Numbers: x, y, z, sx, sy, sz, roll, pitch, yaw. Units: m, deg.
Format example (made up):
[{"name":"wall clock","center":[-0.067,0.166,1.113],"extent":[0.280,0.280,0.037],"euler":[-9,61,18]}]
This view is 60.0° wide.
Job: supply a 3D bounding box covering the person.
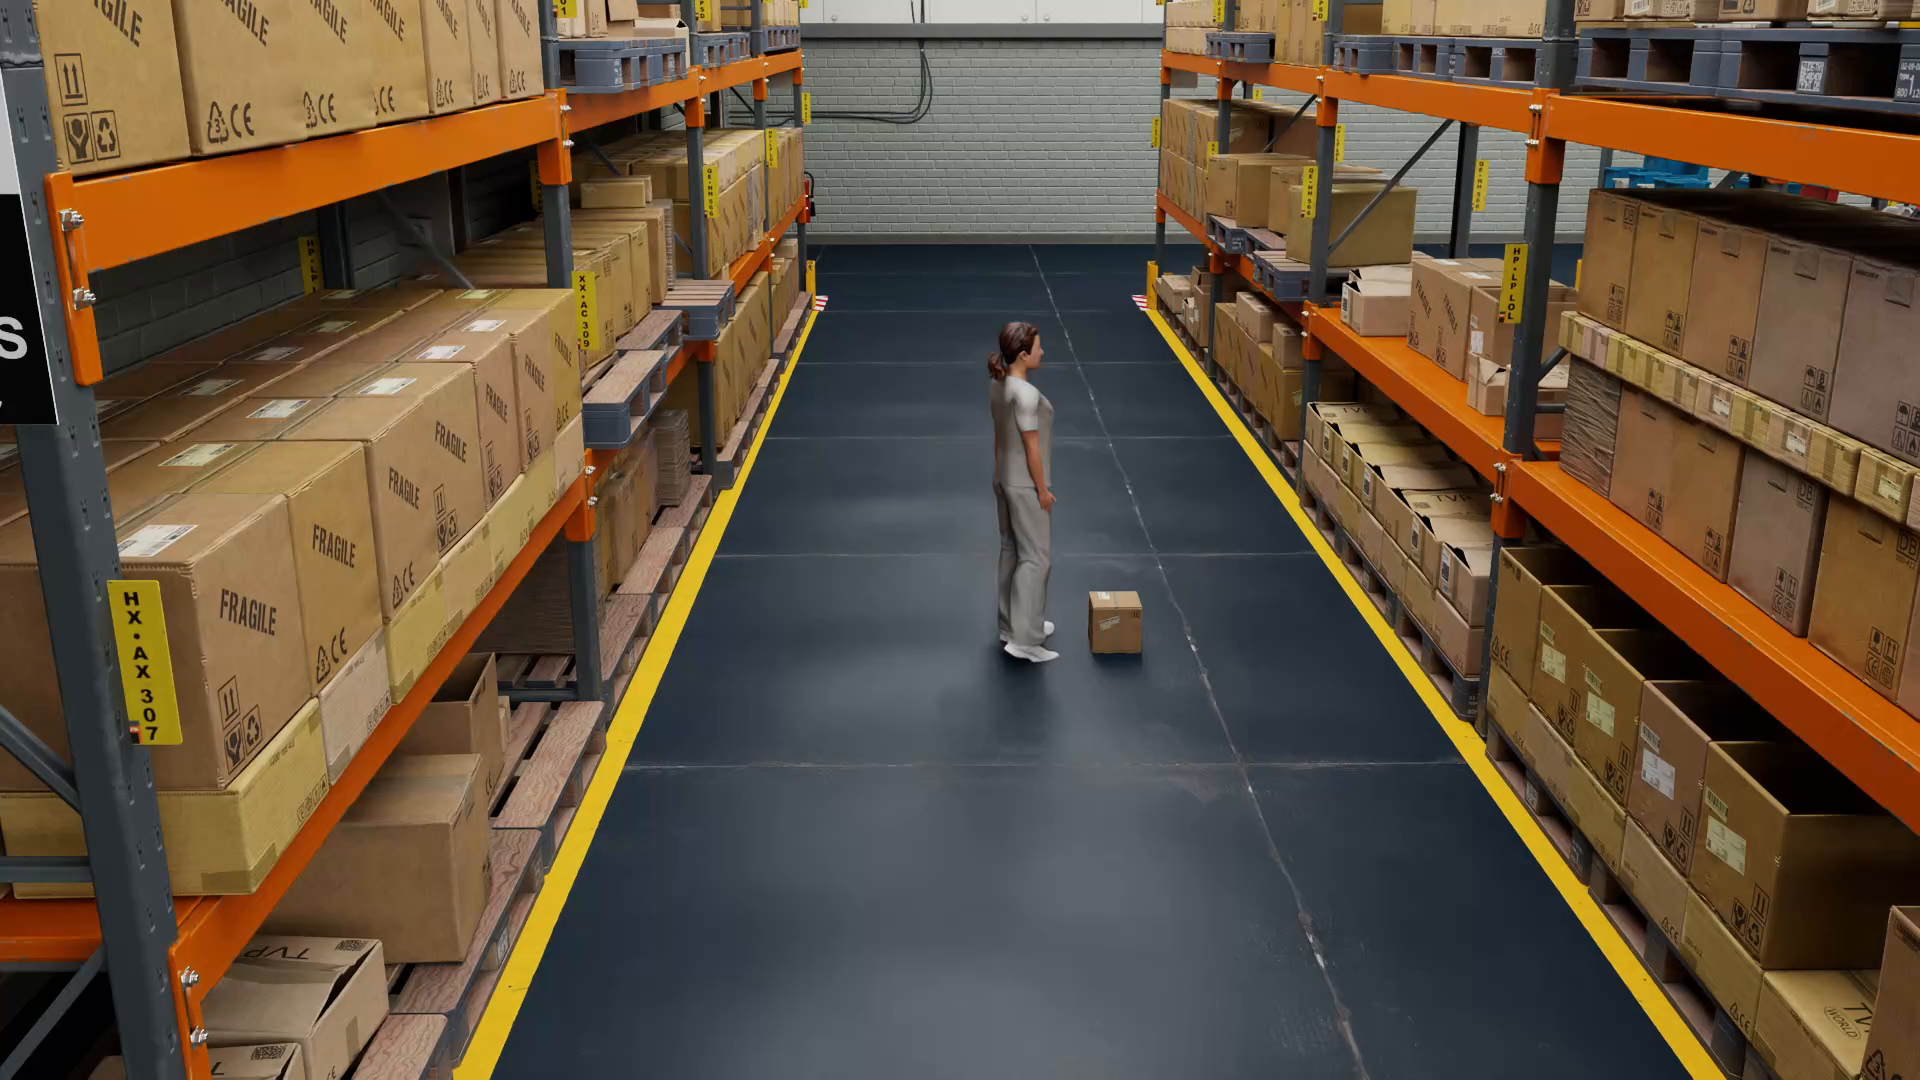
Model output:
[{"name":"person","center":[0.333,-0.244,8.363],"extent":[0.407,1.712,0.522],"euler":[-5,18,-17]}]
